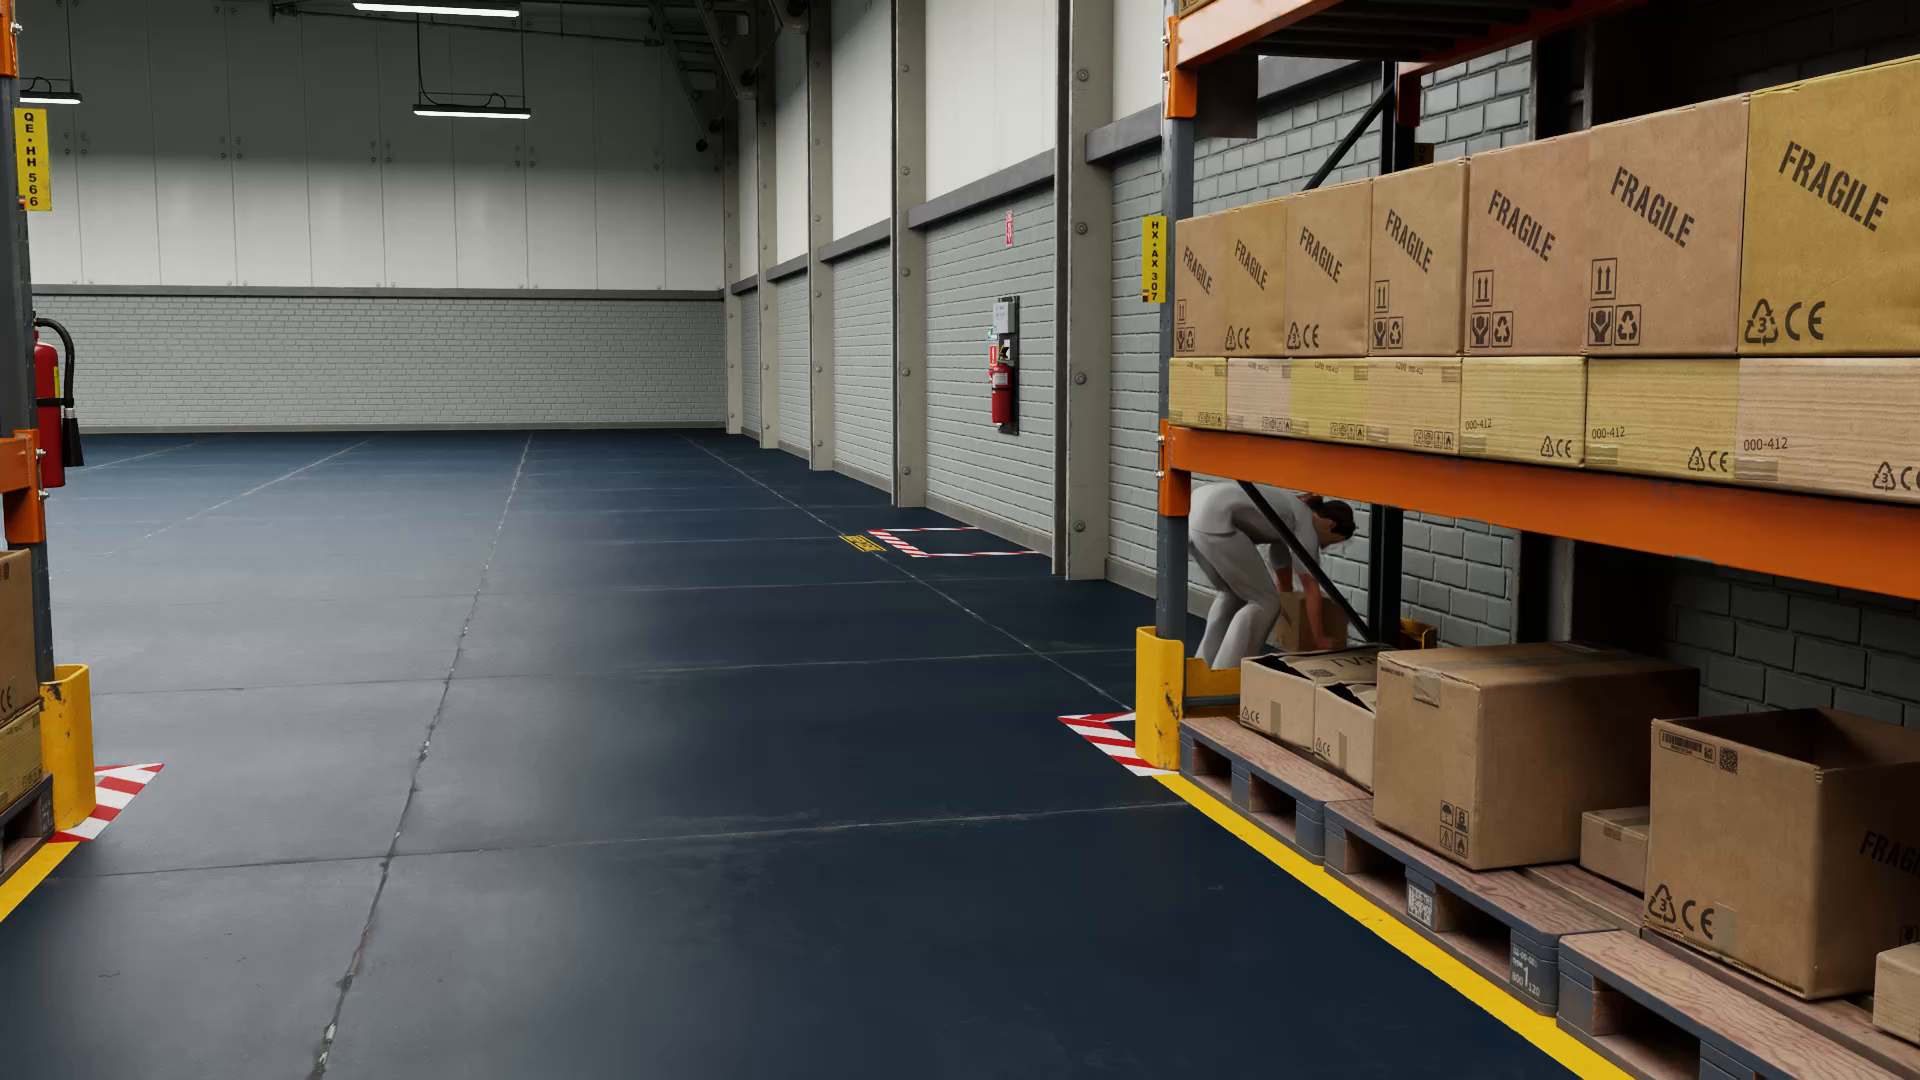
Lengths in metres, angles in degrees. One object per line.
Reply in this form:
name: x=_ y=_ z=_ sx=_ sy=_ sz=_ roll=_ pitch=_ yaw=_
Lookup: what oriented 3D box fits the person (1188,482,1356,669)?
person: x=1.429 y=0.222 z=7.735 sx=0.866 sy=0.998 sz=0.446 roll=-2 pitch=6 yaw=-16
